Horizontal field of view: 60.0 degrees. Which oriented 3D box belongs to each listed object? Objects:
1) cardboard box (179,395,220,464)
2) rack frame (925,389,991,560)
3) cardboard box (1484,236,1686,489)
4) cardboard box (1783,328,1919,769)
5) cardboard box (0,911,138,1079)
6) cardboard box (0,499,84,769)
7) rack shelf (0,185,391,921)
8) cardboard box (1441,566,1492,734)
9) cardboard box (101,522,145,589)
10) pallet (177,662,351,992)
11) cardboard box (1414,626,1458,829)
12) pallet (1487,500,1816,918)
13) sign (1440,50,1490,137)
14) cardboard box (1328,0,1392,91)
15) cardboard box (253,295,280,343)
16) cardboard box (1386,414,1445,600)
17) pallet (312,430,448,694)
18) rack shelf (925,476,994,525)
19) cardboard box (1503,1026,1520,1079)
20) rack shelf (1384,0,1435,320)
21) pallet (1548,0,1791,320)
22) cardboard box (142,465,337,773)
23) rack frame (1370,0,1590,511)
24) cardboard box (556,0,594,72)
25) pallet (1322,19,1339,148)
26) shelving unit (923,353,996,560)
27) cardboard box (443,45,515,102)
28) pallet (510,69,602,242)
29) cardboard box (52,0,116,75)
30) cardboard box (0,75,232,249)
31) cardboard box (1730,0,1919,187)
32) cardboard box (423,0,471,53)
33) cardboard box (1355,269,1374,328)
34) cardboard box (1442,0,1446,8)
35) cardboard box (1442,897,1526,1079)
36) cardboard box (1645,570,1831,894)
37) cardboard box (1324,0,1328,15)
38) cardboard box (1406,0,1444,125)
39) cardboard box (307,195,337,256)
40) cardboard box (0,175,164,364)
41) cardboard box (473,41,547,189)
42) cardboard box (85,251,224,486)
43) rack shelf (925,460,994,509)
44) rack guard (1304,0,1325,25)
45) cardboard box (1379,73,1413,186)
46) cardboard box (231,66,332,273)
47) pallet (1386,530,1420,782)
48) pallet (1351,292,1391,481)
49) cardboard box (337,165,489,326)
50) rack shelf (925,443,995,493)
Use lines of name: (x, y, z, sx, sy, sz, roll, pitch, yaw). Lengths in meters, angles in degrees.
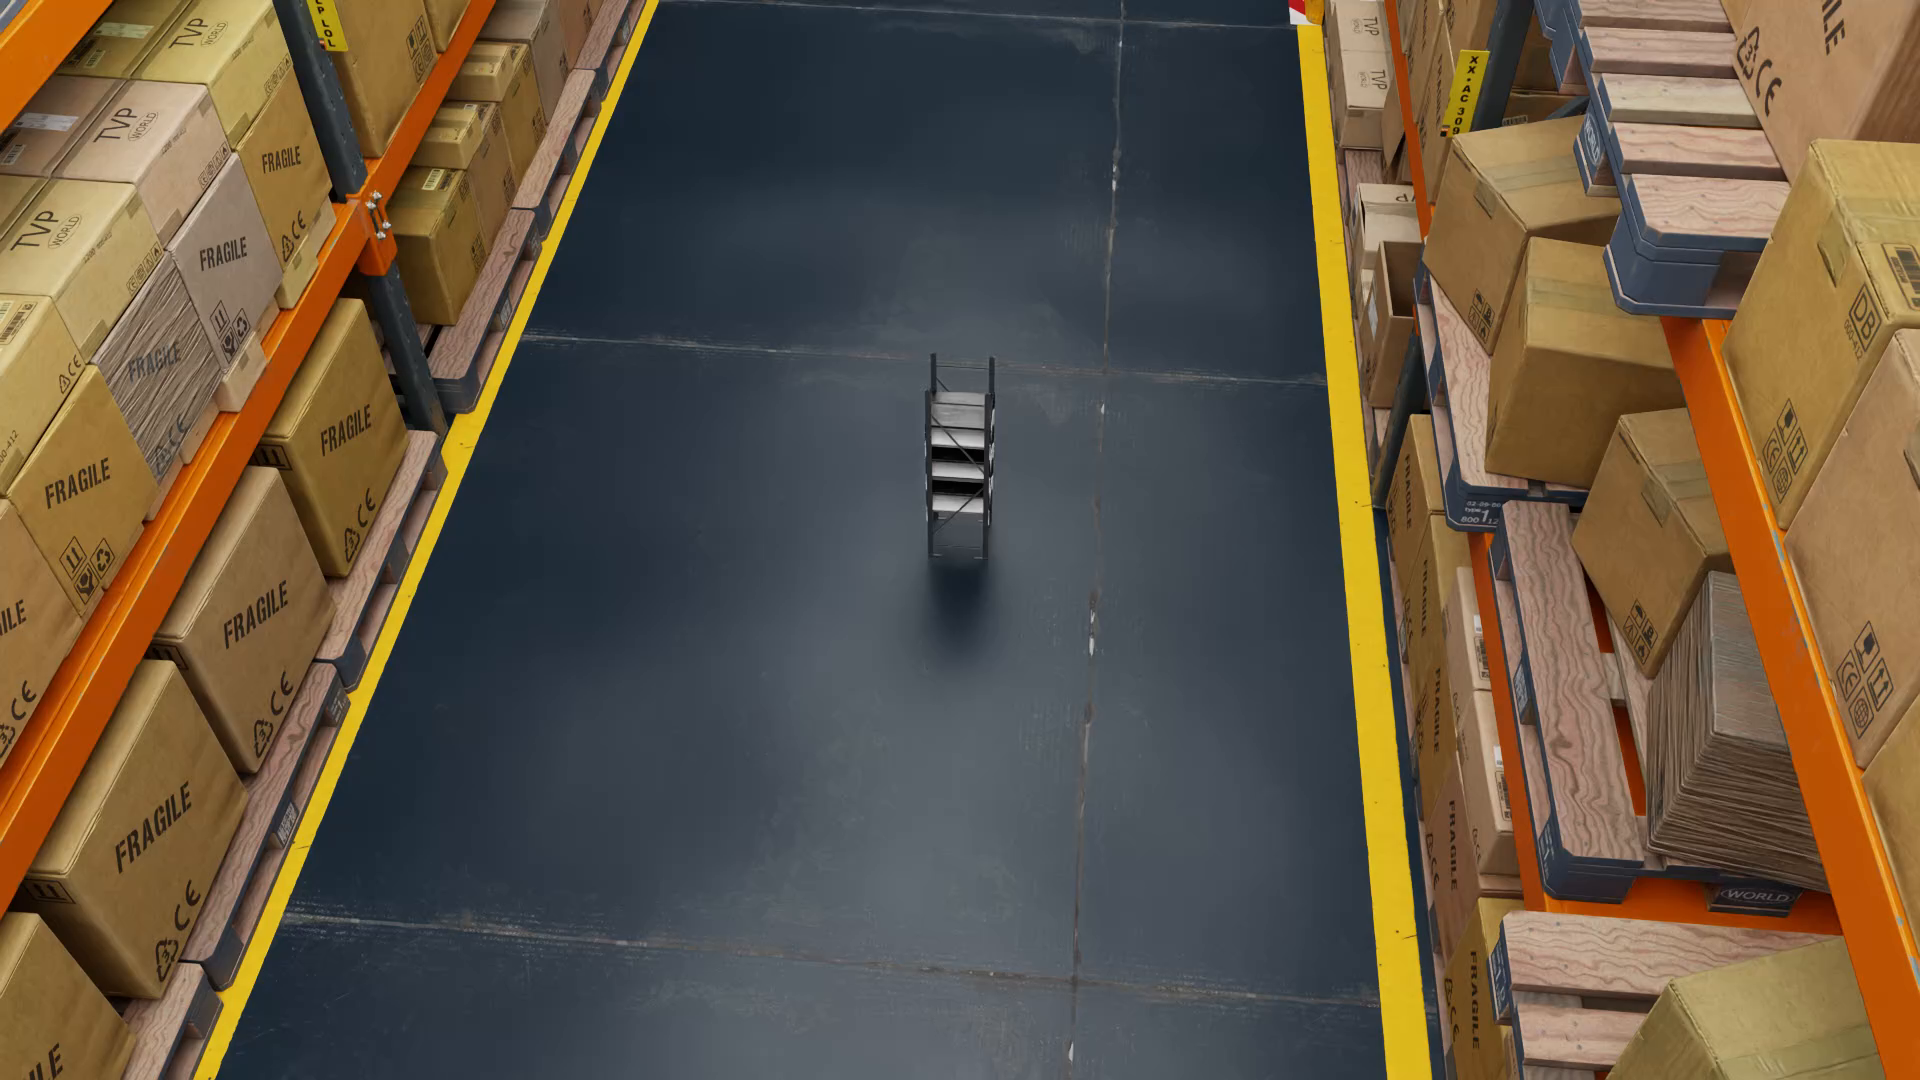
cardboard box: (-2.591, -0.387, 5.254, 0.380, 0.149, 0.250, 4, 48, 4)
rack frame: (-0.009, -0.235, 6.381, 0.240, 0.900, 0.006, 4, 48, 4)
cardboard box: (1.948, -0.483, 4.832, 0.700, 0.500, 0.500, 11, 48, 10)
cardboard box: (1.901, 0.046, 2.601, 0.910, 0.500, 0.500, 4, 48, 4)
cardboard box: (-2.887, 1.511, 4.533, 0.750, 0.750, 0.750, 3, 48, 3)
cardboard box: (-2.683, 0.229, 4.250, 0.500, 0.500, 0.500, 4, 48, 3)
rack shelf: (-2.903, 0.232, 5.018, 1.077, 0.370, 4.000, 4, 48, 4)
cardboard box: (1.835, 0.366, 5.296, 0.500, 0.250, 0.500, 4, 48, 4)
cardboard box: (-2.664, -0.010, 4.909, 0.380, 0.149, 0.250, 5, 48, 5)
pallet: (-2.824, 0.932, 5.781, 1.003, 0.211, 1.213, 4, 48, 4)
cardboard box: (1.836, 0.644, 5.550, 0.500, 0.500, 0.500, 4, 48, 4)
pallet: (2.021, 0.425, 4.485, 1.003, 0.211, 1.213, 4, 48, 4)
sign: (1.672, -1.473, 5.504, 0.100, 0.325, 0.005, 4, 48, 4)
cardboard box: (2.200, -2.562, 8.652, 0.500, 0.250, 0.500, 4, 48, 4)
cardboard box: (-2.537, -0.761, 5.596, 0.380, 0.149, 0.250, 5, 48, 5)
cardboard box: (1.926, -0.116, 6.245, 0.500, 0.500, 0.500, 2, 48, 2)
pallet: (-2.716, 0.033, 6.603, 1.003, 0.211, 1.213, 4, 48, 4)
rack shelf: (0.001, -0.166, 6.607, 0.258, 0.077, 0.200, 4, 48, 4)
cardboard box: (1.701, 1.487, 4.271, 0.500, 0.250, 0.500, 6, 48, 5)
rack shelf: (2.395, -2.377, 7.405, 1.077, 0.370, 4.000, 4, 48, 4)
pallet: (1.992, -0.862, 3.626, 1.213, 0.211, 1.003, 4, 48, 4)
cardboard box: (-2.728, 0.243, 5.693, 0.750, 0.750, 0.750, 5, 48, 5)
rack frame: (2.213, -1.150, 5.795, 1.000, 3.000, 0.127, 4, 48, 4)
cardboard box: (-2.366, -2.829, 8.740, 0.700, 0.500, 0.500, 4, 48, 3)
pallet: (2.499, -2.506, 8.925, 1.003, 0.211, 1.213, 4, 48, 4)
shelving unit: (0.001, -0.310, 6.449, 0.258, 0.900, 0.210, 4, 48, 4)
cardboard box: (-2.290, -2.163, 7.691, 0.380, 0.149, 0.250, 3, 48, 2)
pallet: (-2.465, -1.992, 8.455, 1.003, 0.211, 1.213, 4, 48, 4)
cardboard box: (-3.022, -1.554, 5.373, 0.500, 0.250, 0.500, 5, 48, 5)
cardboard box: (-2.564, -1.139, 4.994, 0.500, 0.250, 0.500, 5, 48, 4)
cardboard box: (1.975, -1.026, 3.229, 0.600, 0.600, 0.600, 2, 48, 2)
cardboard box: (-2.583, -2.515, 6.840, 0.980, 0.700, 0.700, 3, 48, 3)
cardboard box: (1.957, -1.054, 7.341, 0.380, 0.149, 0.250, 4, 48, 4)
cardboard box: (2.045, -2.287, 6.089, 0.500, 0.500, 0.500, 3, 48, 3)
cardboard box: (1.747, 1.401, 4.857, 0.500, 0.500, 0.500, 2, 48, 2)
cardboard box: (2.067, 0.484, 3.948, 0.700, 0.500, 0.500, 12, 49, 11)
cardboard box: (2.197, -2.991, 9.113, 0.380, 0.149, 0.250, 4, 48, 4)
cardboard box: (2.049, -1.947, 6.456, 0.500, 0.500, 0.500, 5, 48, 5)
cardboard box: (-2.469, -1.135, 5.938, 0.380, 0.149, 0.250, 4, 48, 4)
cardboard box: (-2.611, -0.764, 4.651, 0.500, 0.250, 0.500, 5, 48, 4)
cardboard box: (-2.452, -2.067, 8.043, 0.700, 0.500, 0.500, 5, 48, 4)
cardboard box: (-2.602, -0.521, 4.937, 0.500, 0.500, 0.500, 4, 48, 4)
rack shelf: (0.001, -0.226, 6.540, 0.258, 0.077, 0.200, 4, 48, 4)
rack guard: (2.571, -3.190, 9.355, 1.175, 0.500, 0.348, 4, 48, 4)
cardboard box: (2.379, -1.837, 7.817, 0.797, 0.503, 0.637, 4, 48, 4)
cardboard box: (-2.511, -1.265, 5.617, 0.500, 0.500, 0.500, 3, 48, 3)
pallet: (2.177, 0.391, 6.275, 1.003, 0.211, 1.213, 4, 48, 4)
pallet: (2.277, -0.713, 7.286, 1.003, 0.211, 1.213, 4, 48, 4)
cardboard box: (-2.550, -1.321, 7.361, 0.700, 0.500, 0.500, 4, 48, 4)
rack shelf: (0.001, -0.287, 6.474, 0.258, 0.077, 0.200, 4, 48, 4)
